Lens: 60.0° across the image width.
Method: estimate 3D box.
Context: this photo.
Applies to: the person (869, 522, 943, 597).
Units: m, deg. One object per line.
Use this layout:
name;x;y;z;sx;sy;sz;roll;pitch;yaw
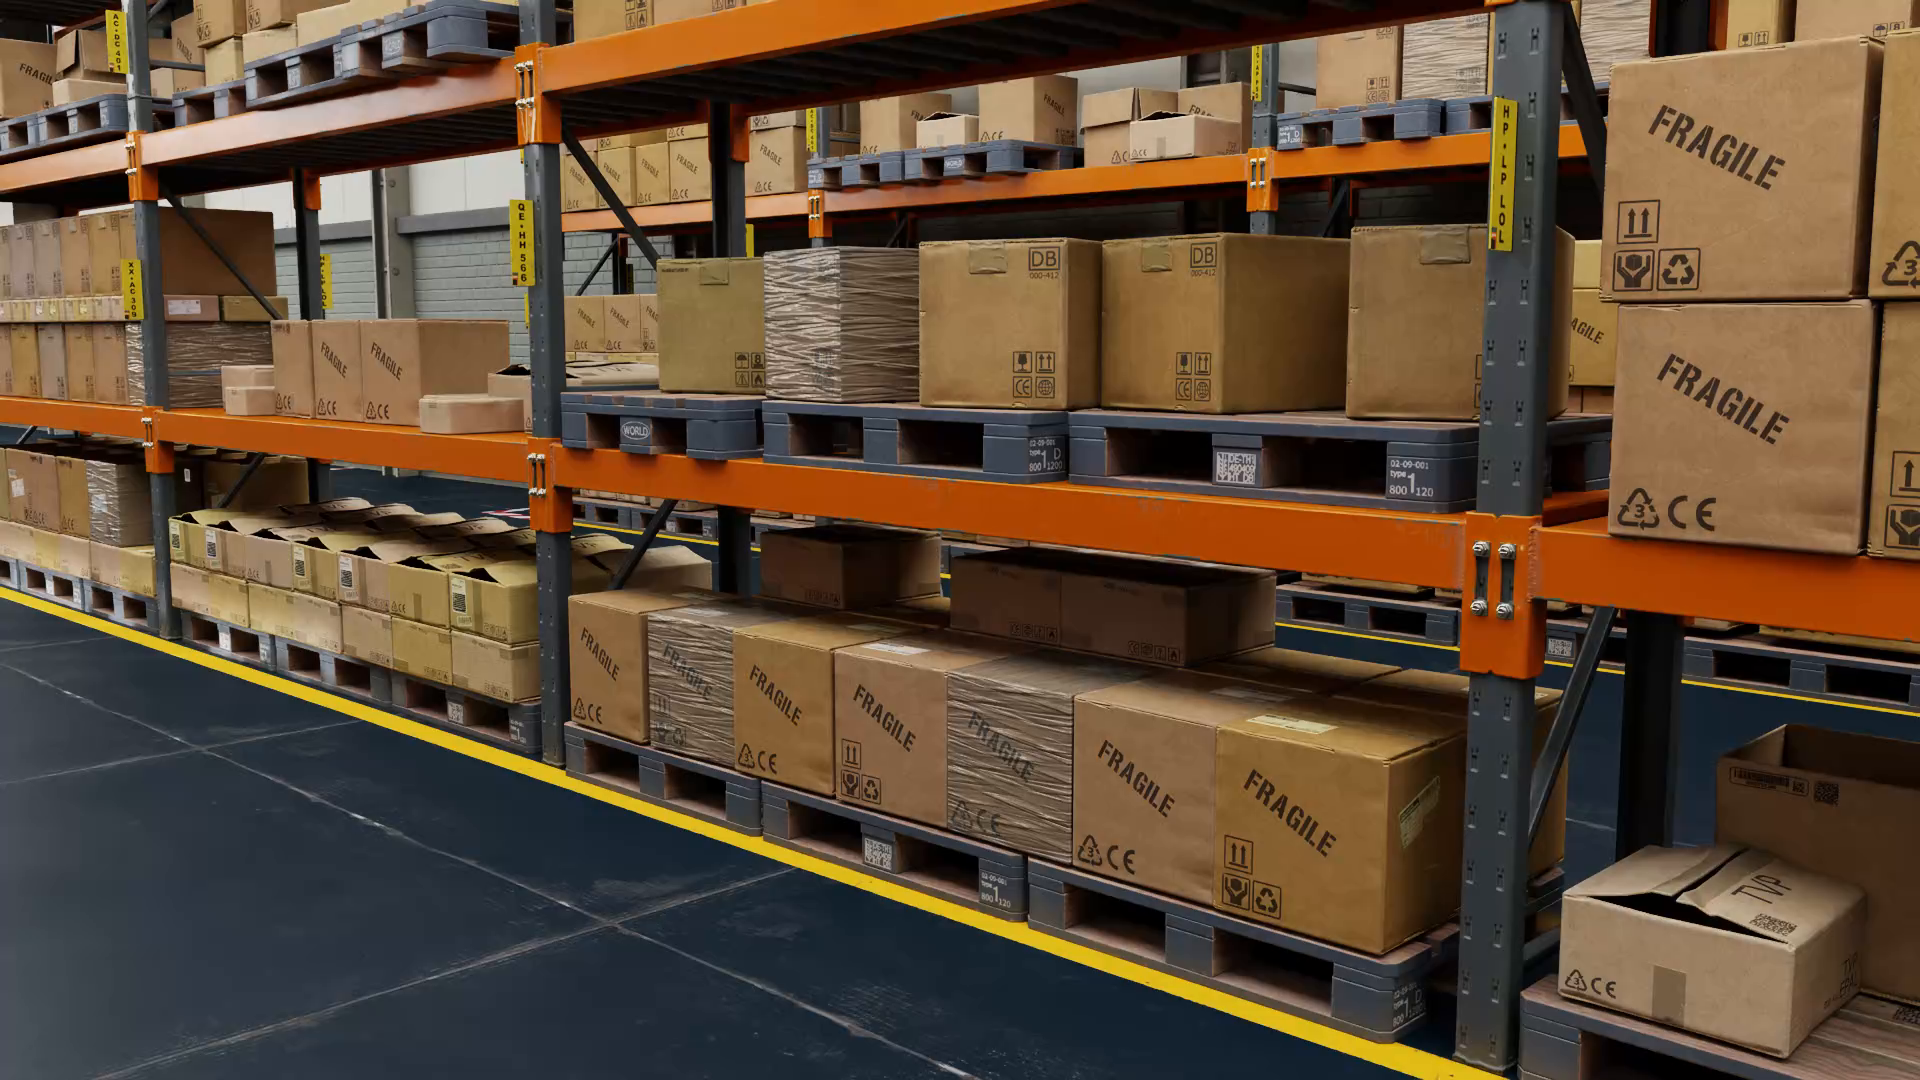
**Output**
person;-0.287;-0.145;8.434;0.415;1.671;0.514;6;9;40
